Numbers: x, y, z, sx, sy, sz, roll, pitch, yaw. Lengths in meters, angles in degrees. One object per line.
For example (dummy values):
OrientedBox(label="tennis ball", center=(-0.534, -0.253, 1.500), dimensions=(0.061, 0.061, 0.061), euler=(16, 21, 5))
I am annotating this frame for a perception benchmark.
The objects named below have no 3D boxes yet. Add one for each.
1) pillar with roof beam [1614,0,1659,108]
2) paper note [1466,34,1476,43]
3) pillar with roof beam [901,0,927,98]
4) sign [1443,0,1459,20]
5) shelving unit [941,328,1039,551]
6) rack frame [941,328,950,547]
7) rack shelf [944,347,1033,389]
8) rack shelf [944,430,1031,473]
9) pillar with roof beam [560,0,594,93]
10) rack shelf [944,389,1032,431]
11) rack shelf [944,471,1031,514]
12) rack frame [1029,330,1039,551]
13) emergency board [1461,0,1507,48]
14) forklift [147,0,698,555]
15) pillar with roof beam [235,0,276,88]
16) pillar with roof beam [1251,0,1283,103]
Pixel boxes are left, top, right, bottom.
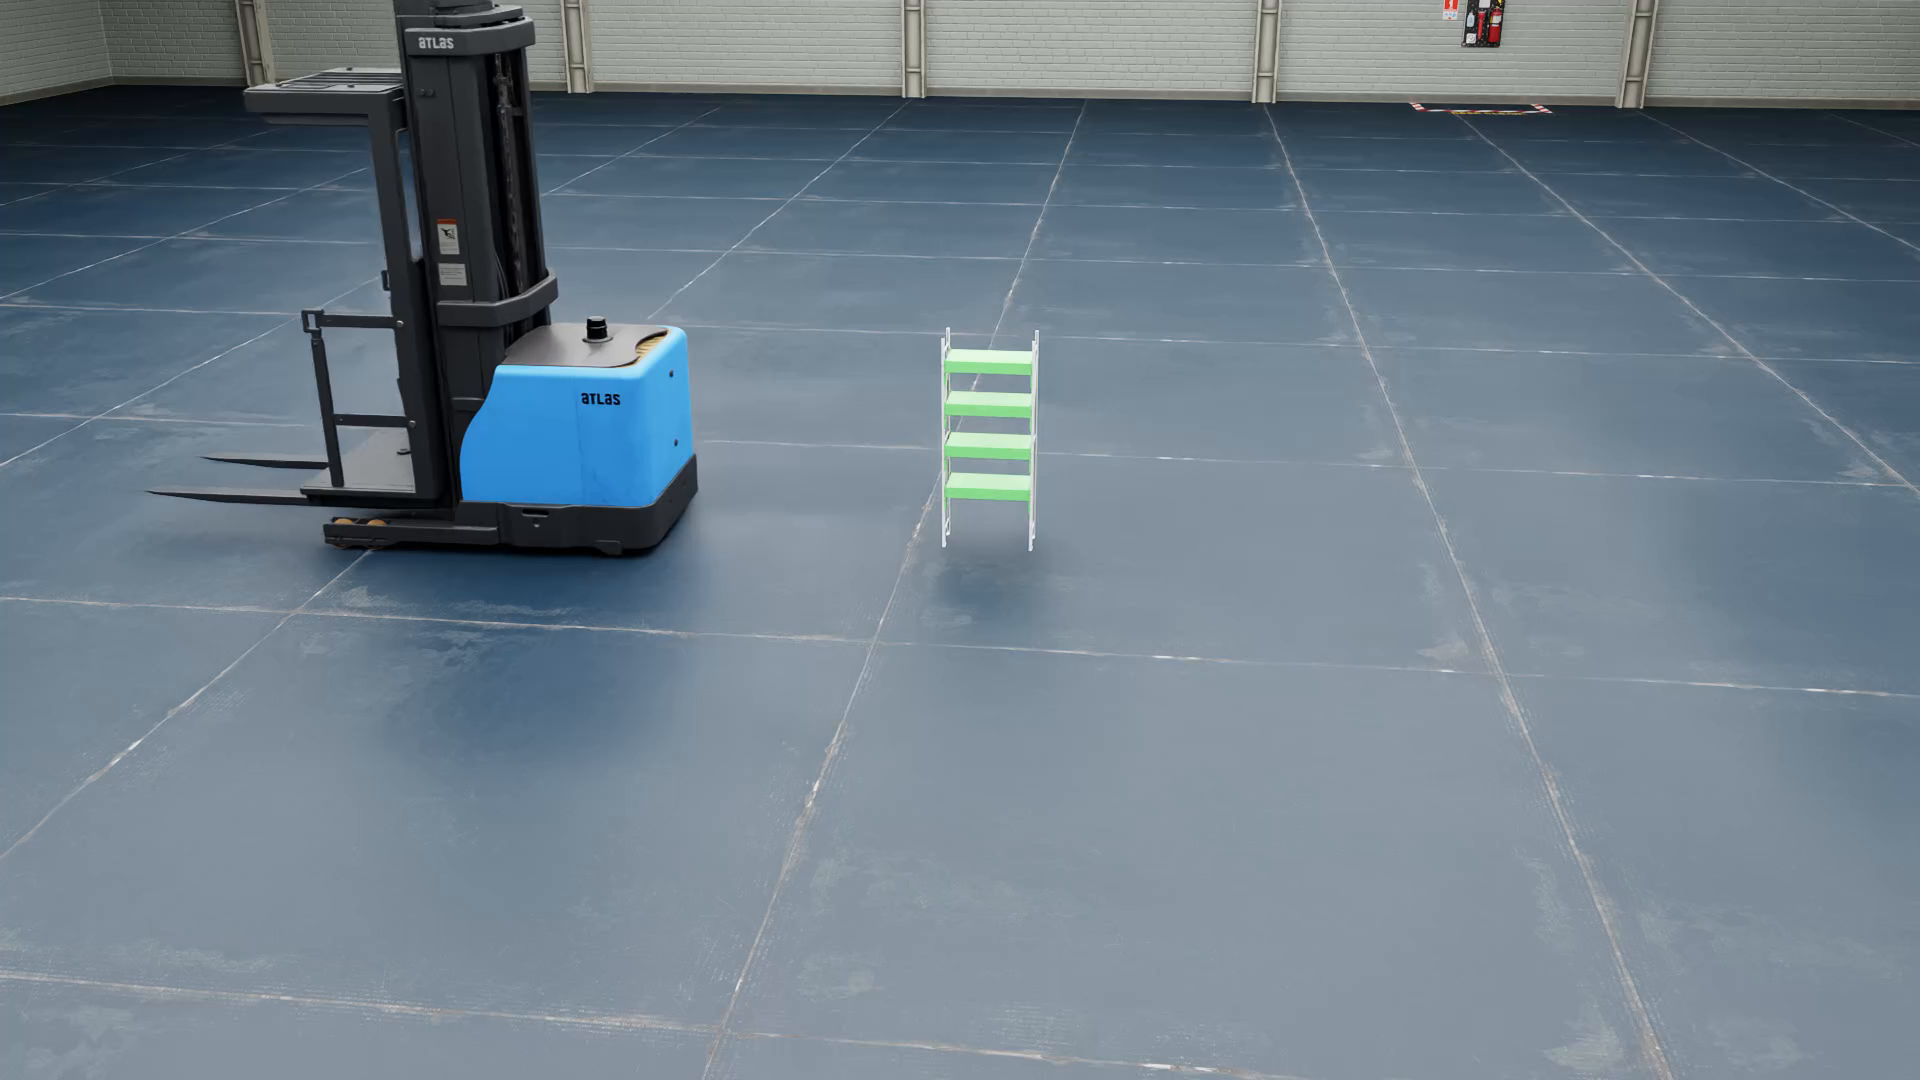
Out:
OrientedBox(label="pillar with roof beam", center=(10.618, -9.822, 22.044), dimensions=(0.400, 9.000, 9.100), euler=(2, 22, 6))
OrientedBox(label="paper note", center=(8.508, -8.348, 27.673), dimensions=(0.142, 0.148, 0.016), euler=(2, 22, 6))
OrientedBox(label="pillar with roof beam", center=(-1.299, -10.341, 23.357), dimensions=(0.400, 9.000, 9.100), euler=(2, 22, 6))
OrientedBox(label="sign", center=(8.138, -8.803, 27.577), dimensions=(0.234, 0.329, 0.001), euler=(2, 22, 6))
OrientedBox(label="shelving unit", center=(0.164, -0.551, 9.201), dimensions=(0.503, 1.200, 0.258), euler=(2, 22, 6))
OrientedBox(label="rack frame", center=(-0.078, -0.561, 9.228), dimensions=(0.015, 1.200, 0.240), euler=(2, 22, 6))
OrientedBox(label="rack shelf", center=(0.164, -0.938, 9.048), dimensions=(0.480, 0.148, 0.258), euler=(2, 22, 6))
OrientedBox(label="rack shelf", center=(0.164, -0.491, 9.225), dimensions=(0.480, 0.148, 0.258), euler=(2, 22, 6))
OrientedBox(label="pillar with roof beam", center=(-7.257, -10.601, 24.013), dimensions=(0.400, 9.000, 9.100), euler=(2, 22, 6))
OrientedBox(label="rack shelf", center=(0.164, -0.715, 9.136), dimensions=(0.480, 0.148, 0.258), euler=(2, 22, 6))
OrientedBox(label="rack shelf", center=(0.164, -0.268, 9.313), dimensions=(0.480, 0.148, 0.258), euler=(2, 22, 6))
OrientedBox(label="rack frame", center=(0.407, -0.540, 9.174), dimensions=(0.015, 1.200, 0.240), euler=(2, 22, 6))
OrientedBox(label="emergency board", center=(8.675, -8.724, 27.428), dimensions=(0.643, 1.169, 0.194), euler=(2, 22, 6))
OrientedBox(label="forklift", center=(-3.126, -1.496, 9.237), dimensions=(3.031, 2.935, 1.130), euler=(2, 22, 6))
OrientedBox(label="pillar with roof beam", center=(-13.215, -10.860, 24.670), dimensions=(0.400, 9.000, 9.100), euler=(2, 22, 6))
OrientedBox(label="pillar with roof beam", center=(4.660, -10.081, 22.700), dimensions=(0.400, 9.000, 9.100), euler=(2, 22, 6))
